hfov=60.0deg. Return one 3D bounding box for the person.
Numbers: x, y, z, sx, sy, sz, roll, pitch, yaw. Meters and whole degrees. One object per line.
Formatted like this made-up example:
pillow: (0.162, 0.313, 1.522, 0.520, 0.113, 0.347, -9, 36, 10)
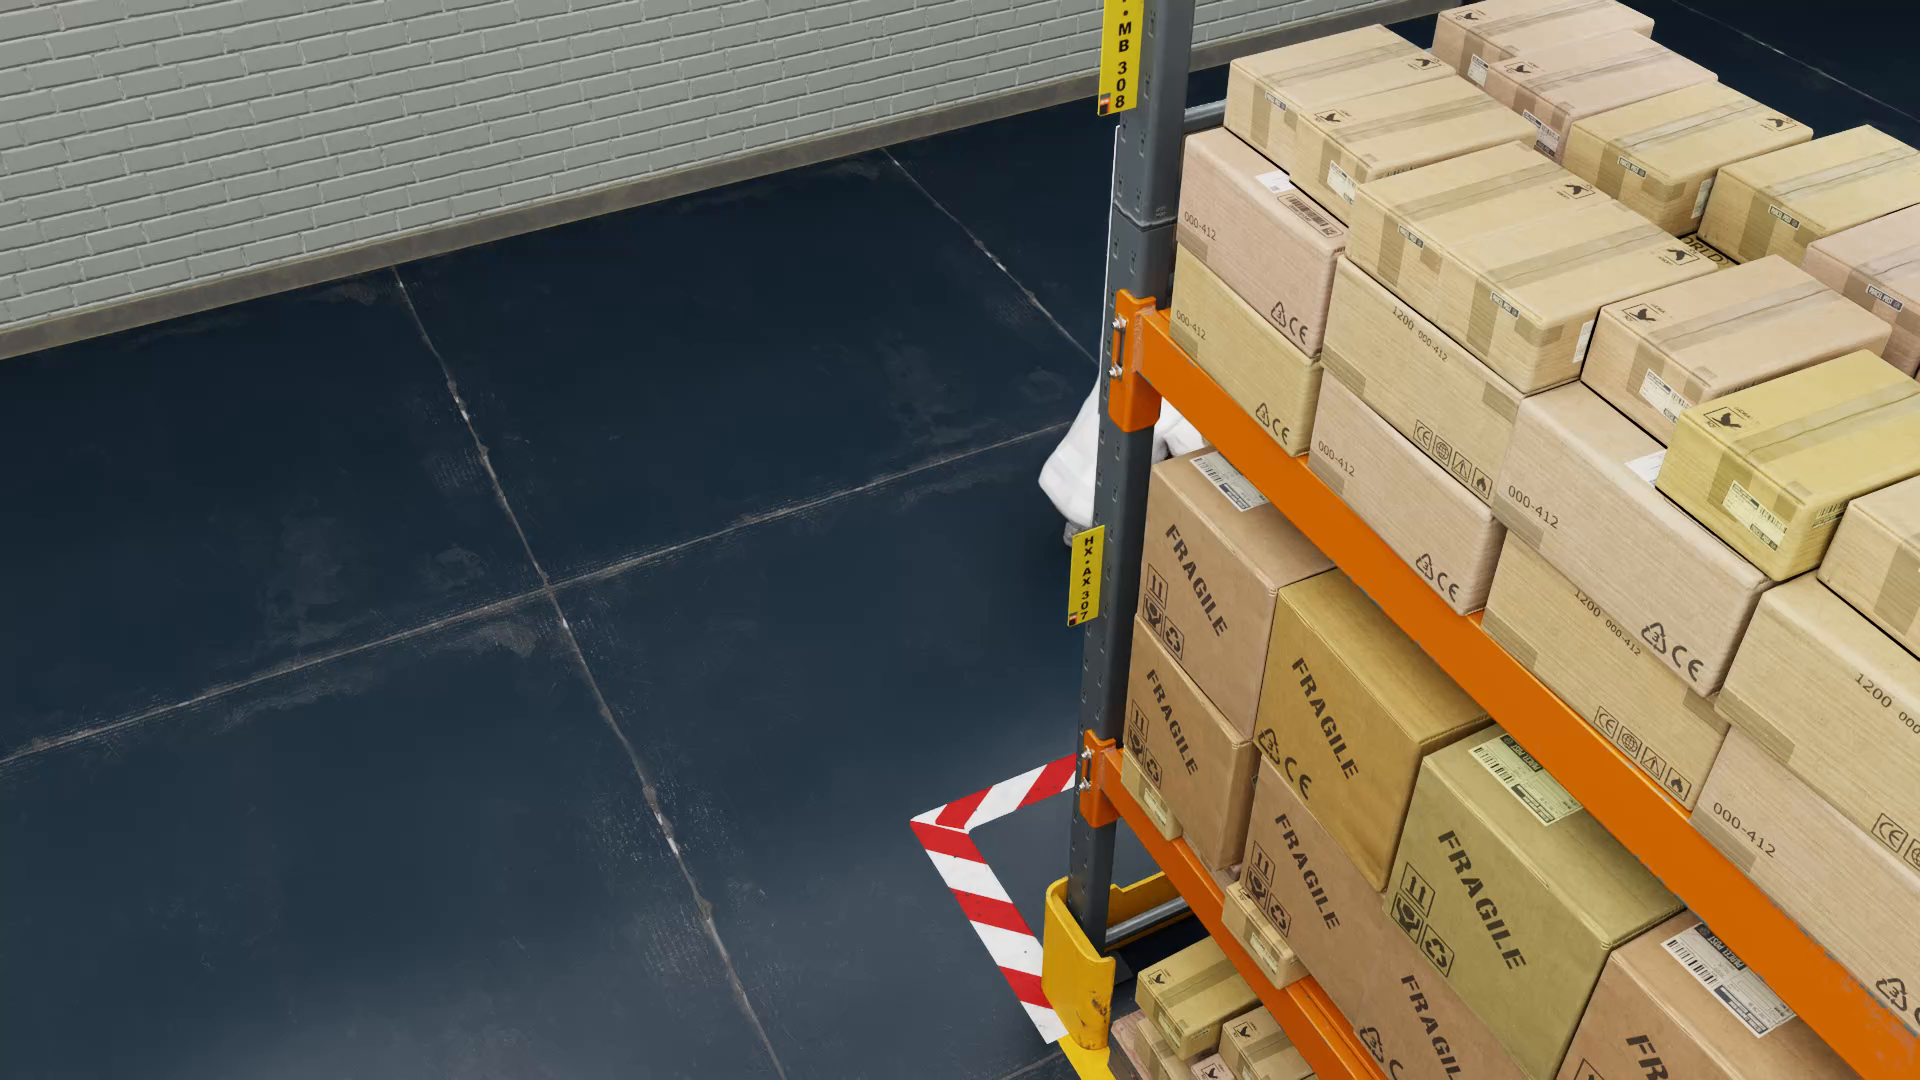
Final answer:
person: (0.768, -0.374, 7.164, 0.883, 0.996, 0.590, -19, 44, -20)
